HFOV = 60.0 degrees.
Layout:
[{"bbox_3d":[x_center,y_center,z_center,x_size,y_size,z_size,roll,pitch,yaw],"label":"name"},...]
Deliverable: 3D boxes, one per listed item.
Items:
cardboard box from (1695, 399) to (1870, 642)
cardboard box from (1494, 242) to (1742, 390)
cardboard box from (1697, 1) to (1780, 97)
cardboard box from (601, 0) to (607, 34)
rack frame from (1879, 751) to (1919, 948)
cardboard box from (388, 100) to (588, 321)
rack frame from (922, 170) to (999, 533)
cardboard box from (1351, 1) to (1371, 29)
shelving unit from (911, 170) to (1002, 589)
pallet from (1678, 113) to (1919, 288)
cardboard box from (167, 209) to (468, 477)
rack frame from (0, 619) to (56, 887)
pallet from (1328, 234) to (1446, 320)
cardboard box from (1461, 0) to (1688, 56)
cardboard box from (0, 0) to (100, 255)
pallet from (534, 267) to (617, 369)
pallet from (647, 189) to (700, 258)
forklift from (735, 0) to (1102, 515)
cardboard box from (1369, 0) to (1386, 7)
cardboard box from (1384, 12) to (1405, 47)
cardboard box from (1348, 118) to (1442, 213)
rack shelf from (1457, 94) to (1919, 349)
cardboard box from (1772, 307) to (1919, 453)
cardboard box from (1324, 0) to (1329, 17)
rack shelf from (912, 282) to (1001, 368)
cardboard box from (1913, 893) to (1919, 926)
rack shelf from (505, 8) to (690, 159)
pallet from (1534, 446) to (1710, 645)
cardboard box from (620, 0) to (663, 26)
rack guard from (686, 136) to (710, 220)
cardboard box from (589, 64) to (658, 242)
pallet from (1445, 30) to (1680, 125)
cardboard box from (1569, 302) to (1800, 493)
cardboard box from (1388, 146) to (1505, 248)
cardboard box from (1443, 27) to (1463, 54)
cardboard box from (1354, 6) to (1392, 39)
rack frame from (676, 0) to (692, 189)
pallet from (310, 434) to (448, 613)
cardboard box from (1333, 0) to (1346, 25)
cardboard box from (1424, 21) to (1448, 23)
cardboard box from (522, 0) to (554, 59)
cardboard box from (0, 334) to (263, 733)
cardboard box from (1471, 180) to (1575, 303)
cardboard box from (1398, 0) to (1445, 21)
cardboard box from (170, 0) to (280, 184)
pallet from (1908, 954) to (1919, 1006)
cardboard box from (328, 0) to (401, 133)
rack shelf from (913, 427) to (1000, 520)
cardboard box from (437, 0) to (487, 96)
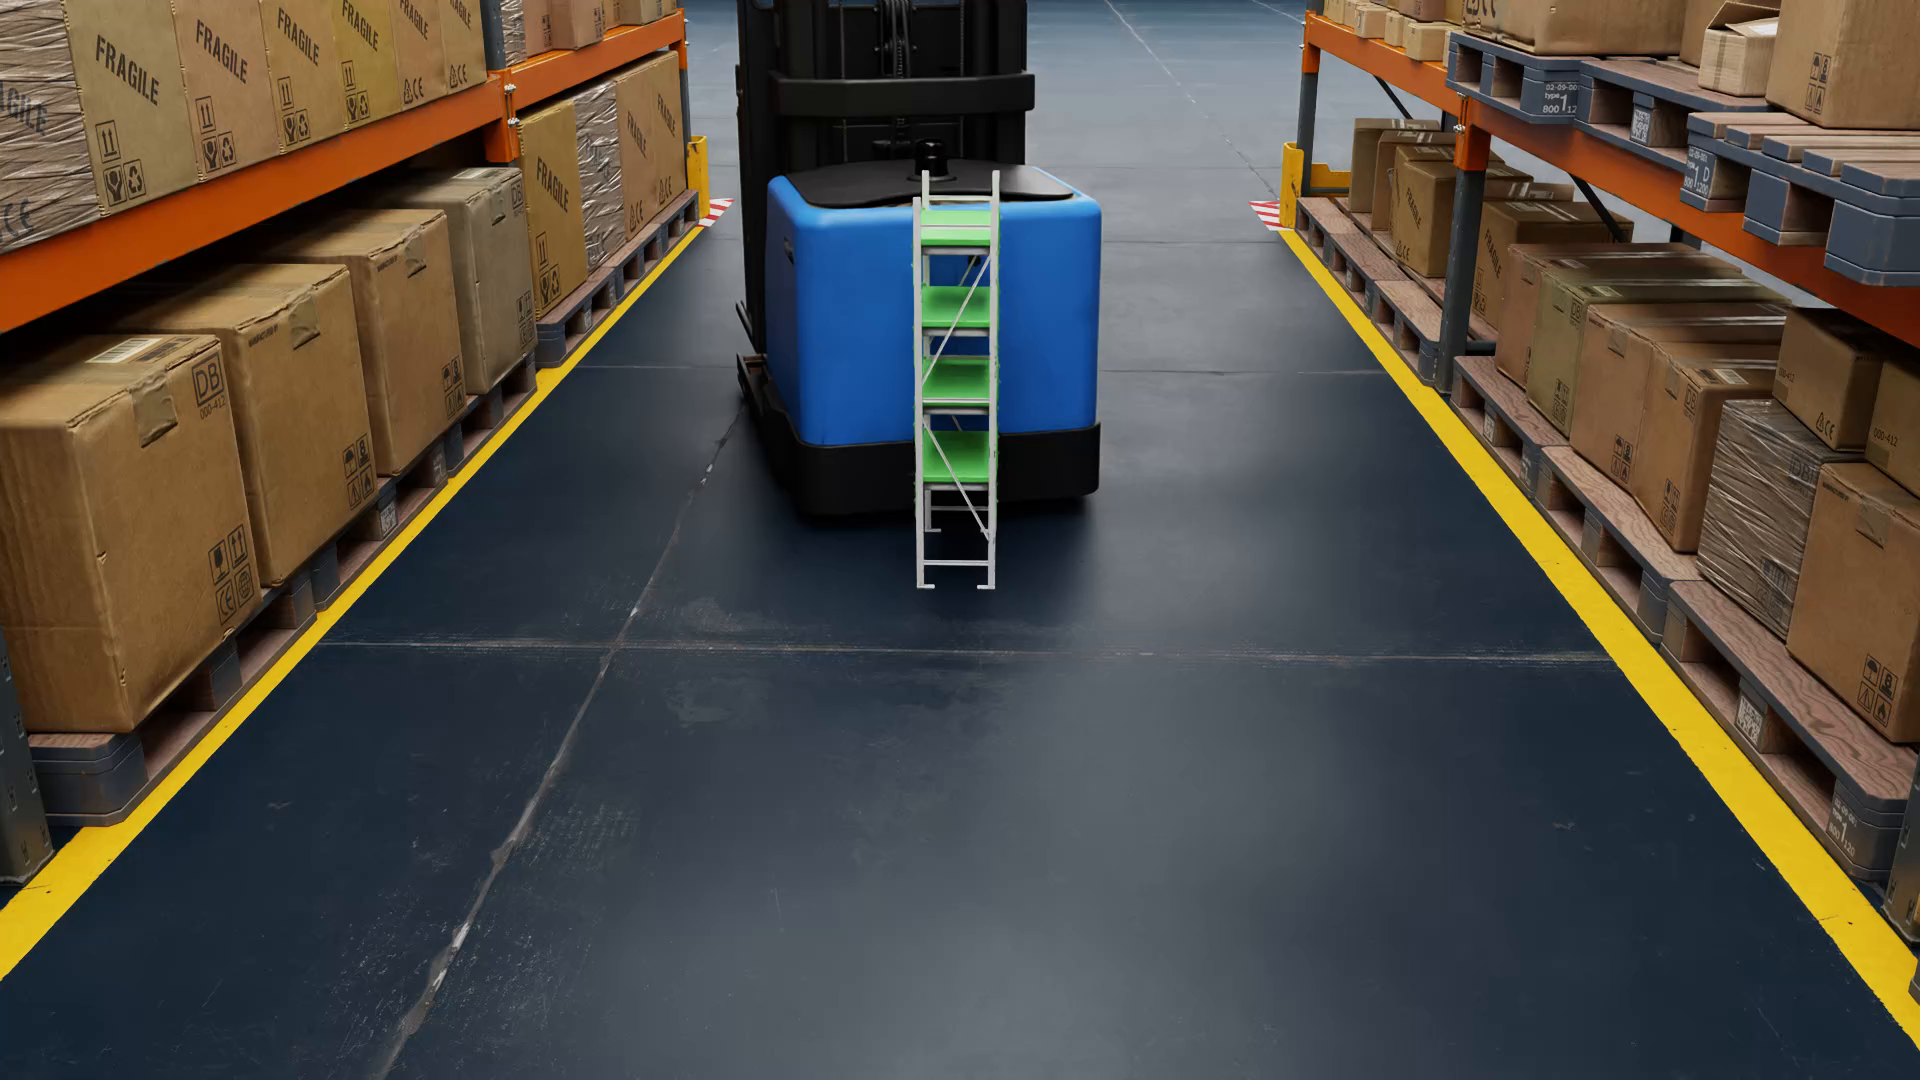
[{"bbox_3d":[2.441,-0.068,4.404,0.700,0.500,0.500,-1,21,-3],"label":"cardboard box"},{"bbox_3d":[2.518,-0.849,6.418,0.700,0.500,0.500,-1,21,-3],"label":"cardboard box"},{"bbox_3d":[2.217,-1.324,4.399,0.396,0.266,0.258,0,21,0],"label":"cardboard box"},{"bbox_3d":[-2.353,-2.911,8.678,0.875,0.550,0.500,1,21,2],"label":"cardboard box"},{"bbox_3d":[2.436,-0.585,2.889,1.000,3.000,0.127,1,21,2],"label":"rack frame"},{"bbox_3d":[-2.308,-1.554,7.744,0.875,0.875,0.875,1,21,2],"label":"cardboard box"},{"bbox_3d":[0.002,-0.588,5.385,0.240,1.200,0.015,1,21,2],"label":"rack frame"},{"bbox_3d":[2.382,-2.898,9.200,0.380,0.149,0.250,1,21,2],"label":"cardboard box"},{"bbox_3d":[-0.005,-0.500,5.158,0.258,1.200,0.503,1,21,2],"label":"shelving unit"},{"bbox_3d":[2.351,-0.754,3.591,1.213,0.211,1.003,1,21,2],"label":"pallet"},{"bbox_3d":[-2.359,-0.695,5.703,1.050,0.750,0.750,1,21,2],"label":"cardboard box"},{"bbox_3d":[-2.518,-0.676,3.124,1.000,3.000,0.127,1,21,2],"label":"rack frame"},{"bbox_3d":[2.577,-1.417,8.888,1.003,0.211,1.213,1,21,2],"label":"pallet"},{"bbox_3d":[2.394,-2.221,5.696,1.000,1.000,1.000,1,21,2],"label":"cardboard box"},{"bbox_3d":[-2.235,-0.882,3.517,0.500,0.500,0.500,1,21,2],"label":"cardboard box"},{"bbox_3d":[-2.295,-1.096,8.062,1.003,0.211,1.213,1,21,2],"label":"pallet"},{"bbox_3d":[-2.221,-1.978,10.336,1.003,0.211,1.213,1,21,2],"label":"pallet"},{"bbox_3d":[-0.342,-1.949,6.501,1.130,2.935,3.031,-5,22,-12],"label":"forklift"},{"bbox_3d":[2.682,-3.102,8.827,0.875,0.500,0.500,1,21,2],"label":"cardboard box"},{"bbox_3d":[2.331,-2.537,8.268,0.380,0.149,0.250,1,21,2],"label":"cardboard box"},{"bbox_3d":[2.644,-2.282,10.139,0.500,0.500,0.500,5,22,12],"label":"cardboard box"},{"bbox_3d":[2.497,-0.973,4.883,1.077,0.370,4.000,1,21,2],"label":"rack shelf"},{"bbox_3d":[2.433,-0.409,4.246,0.500,0.250,0.500,3,21,8],"label":"cardboard box"},{"bbox_3d":[2.432,-3.260,10.131,0.380,0.149,0.250,1,21,2],"label":"cardboard box"},{"bbox_3d":[-0.005,-0.664,5.094,0.258,0.148,0.480,1,21,2],"label":"rack shelf"},{"bbox_3d":[2.394,0.459,2.555,1.225,0.875,0.875,0,21,-1],"label":"cardboard box"},{"bbox_3d":[-2.336,-2.510,8.845,1.077,0.370,4.000,1,21,2],"label":"rack shelf"},{"bbox_3d":[2.501,-0.007,5.256,1.003,0.211,1.213,1,21,2],"label":"pallet"},{"bbox_3d":[-2.236,-3.305,9.692,0.875,0.550,0.550,1,21,2],"label":"cardboard box"},{"bbox_3d":[-2.274,-2.412,11.054,1.175,0.500,0.348,1,21,2],"label":"rack guard"},{"bbox_3d":[-2.254,-2.210,9.434,0.875,0.875,0.875,0,21,1],"label":"cardboard box"},{"bbox_3d":[2.389,-1.667,5.943,1.003,0.211,1.213,1,21,2],"label":"pallet"},{"bbox_3d":[2.468,-0.475,5.453,0.700,0.500,0.500,-1,21,-3],"label":"cardboard box"},{"bbox_3d":[2.622,-1.839,8.998,0.500,0.500,0.500,3,21,7],"label":"cardboard box"},{"bbox_3d":[2.355,-2.175,7.335,0.380,0.149,0.250,1,21,2],"label":"cardboard box"},{"bbox_3d":[2.290,-2.718,8.736,0.380,0.149,0.250,1,21,2],"label":"cardboard box"},{"bbox_3d":[-2.275,-3.568,10.579,1.000,3.000,0.127,1,21,2],"label":"rack frame"},{"bbox_3d":[-2.379,-0.100,5.495,1.003,0.211,1.213,1,21,2],"label":"pallet"},{"bbox_3d":[2.383,-3.079,9.666,0.380,0.149,0.250,1,21,2],"label":"cardboard box"},{"bbox_3d":[2.391,-2.355,7.800,0.380,0.149,0.250,1,21,2],"label":"cardboard box"},{"bbox_3d":[-2.403,-2.525,7.682,0.875,0.550,0.550,1,21,2],"label":"cardboard box"},{"bbox_3d":[-2.410,-0.042,4.020,1.050,0.750,0.750,0,21,1],"label":"cardboard box"},{"bbox_3d":[2.620,-1.413,7.899,0.500,0.500,0.500,8,22,19],"label":"cardboard box"},{"bbox_3d":[2.598,-2.741,7.896,0.875,0.500,0.500,1,21,2],"label":"cardboard box"},{"bbox_3d":[-2.207,-1.248,4.461,0.500,0.500,0.500,1,21,2],"label":"cardboard box"},{"bbox_3d":[2.337,0.999,2.661,1.003,0.211,1.213,1,21,2],"label":"pallet"},{"bbox_3d":[-2.176,-1.612,5.398,0.500,0.500,0.500,1,21,2],"label":"cardboard box"},{"bbox_3d":[-0.005,-0.216,5.268,0.258,0.148,0.480,1,21,2],"label":"rack shelf"},{"bbox_3d":[-2.145,-1.977,6.340,0.500,0.500,0.500,1,21,1],"label":"cardboard box"}]
